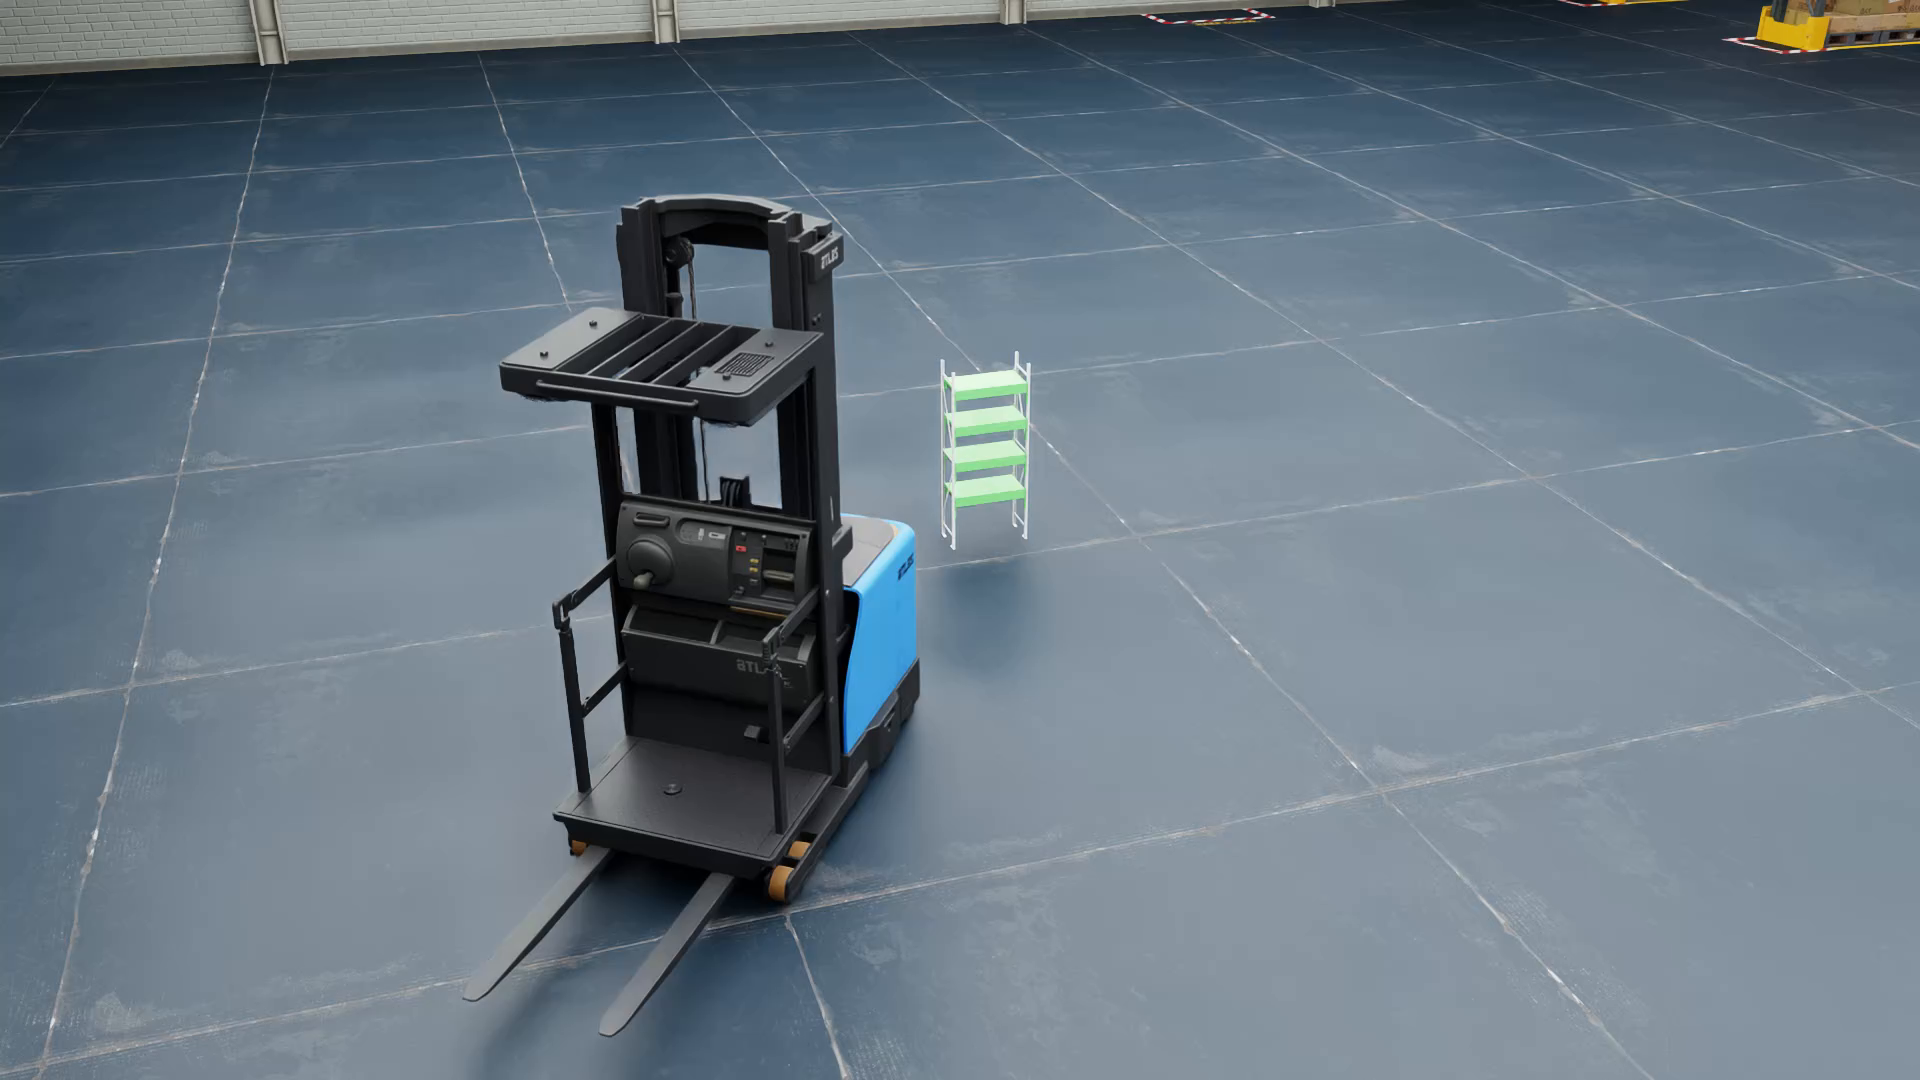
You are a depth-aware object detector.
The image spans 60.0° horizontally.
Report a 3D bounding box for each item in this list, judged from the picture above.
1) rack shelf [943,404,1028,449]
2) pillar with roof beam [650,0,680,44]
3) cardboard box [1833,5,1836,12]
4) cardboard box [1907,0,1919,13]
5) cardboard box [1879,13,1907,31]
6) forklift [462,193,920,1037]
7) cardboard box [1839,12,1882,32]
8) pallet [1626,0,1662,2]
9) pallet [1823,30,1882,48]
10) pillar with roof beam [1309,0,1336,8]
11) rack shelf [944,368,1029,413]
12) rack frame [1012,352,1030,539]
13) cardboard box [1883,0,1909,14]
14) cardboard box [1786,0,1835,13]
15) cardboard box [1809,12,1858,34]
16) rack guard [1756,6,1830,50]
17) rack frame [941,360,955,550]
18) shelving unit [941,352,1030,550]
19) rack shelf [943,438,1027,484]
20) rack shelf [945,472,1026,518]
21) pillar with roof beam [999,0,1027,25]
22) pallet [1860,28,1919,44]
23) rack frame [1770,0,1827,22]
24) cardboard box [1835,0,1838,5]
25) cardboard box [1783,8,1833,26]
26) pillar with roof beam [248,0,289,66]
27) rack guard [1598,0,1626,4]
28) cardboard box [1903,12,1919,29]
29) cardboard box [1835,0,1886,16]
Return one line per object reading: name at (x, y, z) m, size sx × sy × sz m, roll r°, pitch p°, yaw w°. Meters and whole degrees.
rack shelf at (0.157, -0.718, 10.451) m, size 0.480 × 0.148 × 0.258 m, roll -8°, pitch 28°, yaw -16°
pillar with roof beam at (-3.456, -10.342, 21.462) m, size 0.400 × 9.000 × 9.100 m, roll -8°, pitch 28°, yaw -16°
cardboard box at (14.356, -8.627, 27.374) m, size 0.500 × 0.250 × 0.500 m, roll -8°, pitch 28°, yaw -16°
cardboard box at (15.472, -8.875, 27.031) m, size 0.500 × 0.500 × 0.500 m, roll -8°, pitch 28°, yaw -16°
cardboard box at (14.994, -8.473, 27.064) m, size 0.500 × 0.250 × 0.500 m, roll -8°, pitch 28°, yaw -16°
forklift at (-1.172, 0.113, 7.226) m, size 1.130 × 2.935 × 3.031 m, roll 9°, pitch 28°, yaw 17°
cardboard box at (14.519, -8.404, 26.925) m, size 0.500 × 0.250 × 0.500 m, roll -8°, pitch 28°, yaw -16°
pallet at (12.784, -10.350, 31.360) m, size 1.213 × 0.211 × 1.003 m, roll -8°, pitch 28°, yaw -16°
pallet at (14.180, -8.272, 27.174) m, size 1.213 × 0.211 × 1.003 m, roll -8°, pitch 28°, yaw -16°
pillar with roof beam at (7.954, -11.994, 24.790) m, size 0.400 × 9.000 × 9.100 m, roll -8°, pitch 28°, yaw -16°
rack shelf at (0.157, -0.933, 10.344) m, size 0.480 × 0.148 × 0.258 m, roll -8°, pitch 28°, yaw -16°
rack frame at (0.389, -0.594, 10.597) m, size 0.015 × 1.200 × 0.240 m, roll -8°, pitch 28°, yaw -16°
cardboard box at (14.991, -8.814, 26.907) m, size 0.500 × 0.500 × 0.500 m, roll -8°, pitch 28°, yaw -16°
cardboard box at (13.884, -8.890, 27.060) m, size 0.500 × 0.500 × 0.500 m, roll -8°, pitch 28°, yaw -16°
cardboard box at (14.045, -8.334, 26.784) m, size 0.500 × 0.250 × 0.500 m, roll -8°, pitch 28°, yaw -16°
rack guard at (13.443, -8.275, 26.855) m, size 0.348 × 0.500 × 1.175 m, roll -8°, pitch 28°, yaw -16°
rack frame at (-0.075, -0.527, 10.461) m, size 0.015 × 1.200 × 0.240 m, roll -8°, pitch 28°, yaw -16°
shelving unit at (0.157, -0.560, 10.529) m, size 0.503 × 1.200 × 0.258 m, roll -8°, pitch 28°, yaw -16°
rack shelf at (0.157, -0.503, 10.558) m, size 0.480 × 0.148 × 0.258 m, roll -8°, pitch 28°, yaw -16°
rack shelf at (0.157, -0.288, 10.664) m, size 0.480 × 0.148 × 0.258 m, roll -8°, pitch 28°, yaw -16°
pillar with roof beam at (2.249, -11.168, 23.126) m, size 0.400 × 9.000 × 9.100 m, roll -8°, pitch 28°, yaw -16°
pallet at (15.338, -8.438, 27.509) m, size 1.213 × 0.211 × 1.003 m, roll -8°, pitch 28°, yaw -16°
rack frame at (13.466, -9.398, 26.306) m, size 0.127 × 3.000 × 1.000 m, roll -8°, pitch 28°, yaw -16°
cardboard box at (14.830, -9.034, 27.350) m, size 0.500 × 0.500 × 0.500 m, roll -8°, pitch 28°, yaw -16°
cardboard box at (13.884, -8.553, 27.225) m, size 0.500 × 0.250 × 0.500 m, roll -8°, pitch 28°, yaw -16°
pillar with roof beam at (-9.161, -9.516, 19.798) m, size 0.400 × 9.000 × 9.100 m, roll -8°, pitch 28°, yaw -16°
rack guard at (12.001, -10.382, 31.101) m, size 0.348 × 0.500 × 1.175 m, roll -8°, pitch 28°, yaw -16°
cardboard box at (15.471, -8.540, 27.198) m, size 0.500 × 0.250 × 0.500 m, roll -8°, pitch 28°, yaw -16°
cardboard box at (14.519, -8.739, 26.757) m, size 0.500 × 0.500 × 0.500 m, roll -8°, pitch 28°, yaw -16°
